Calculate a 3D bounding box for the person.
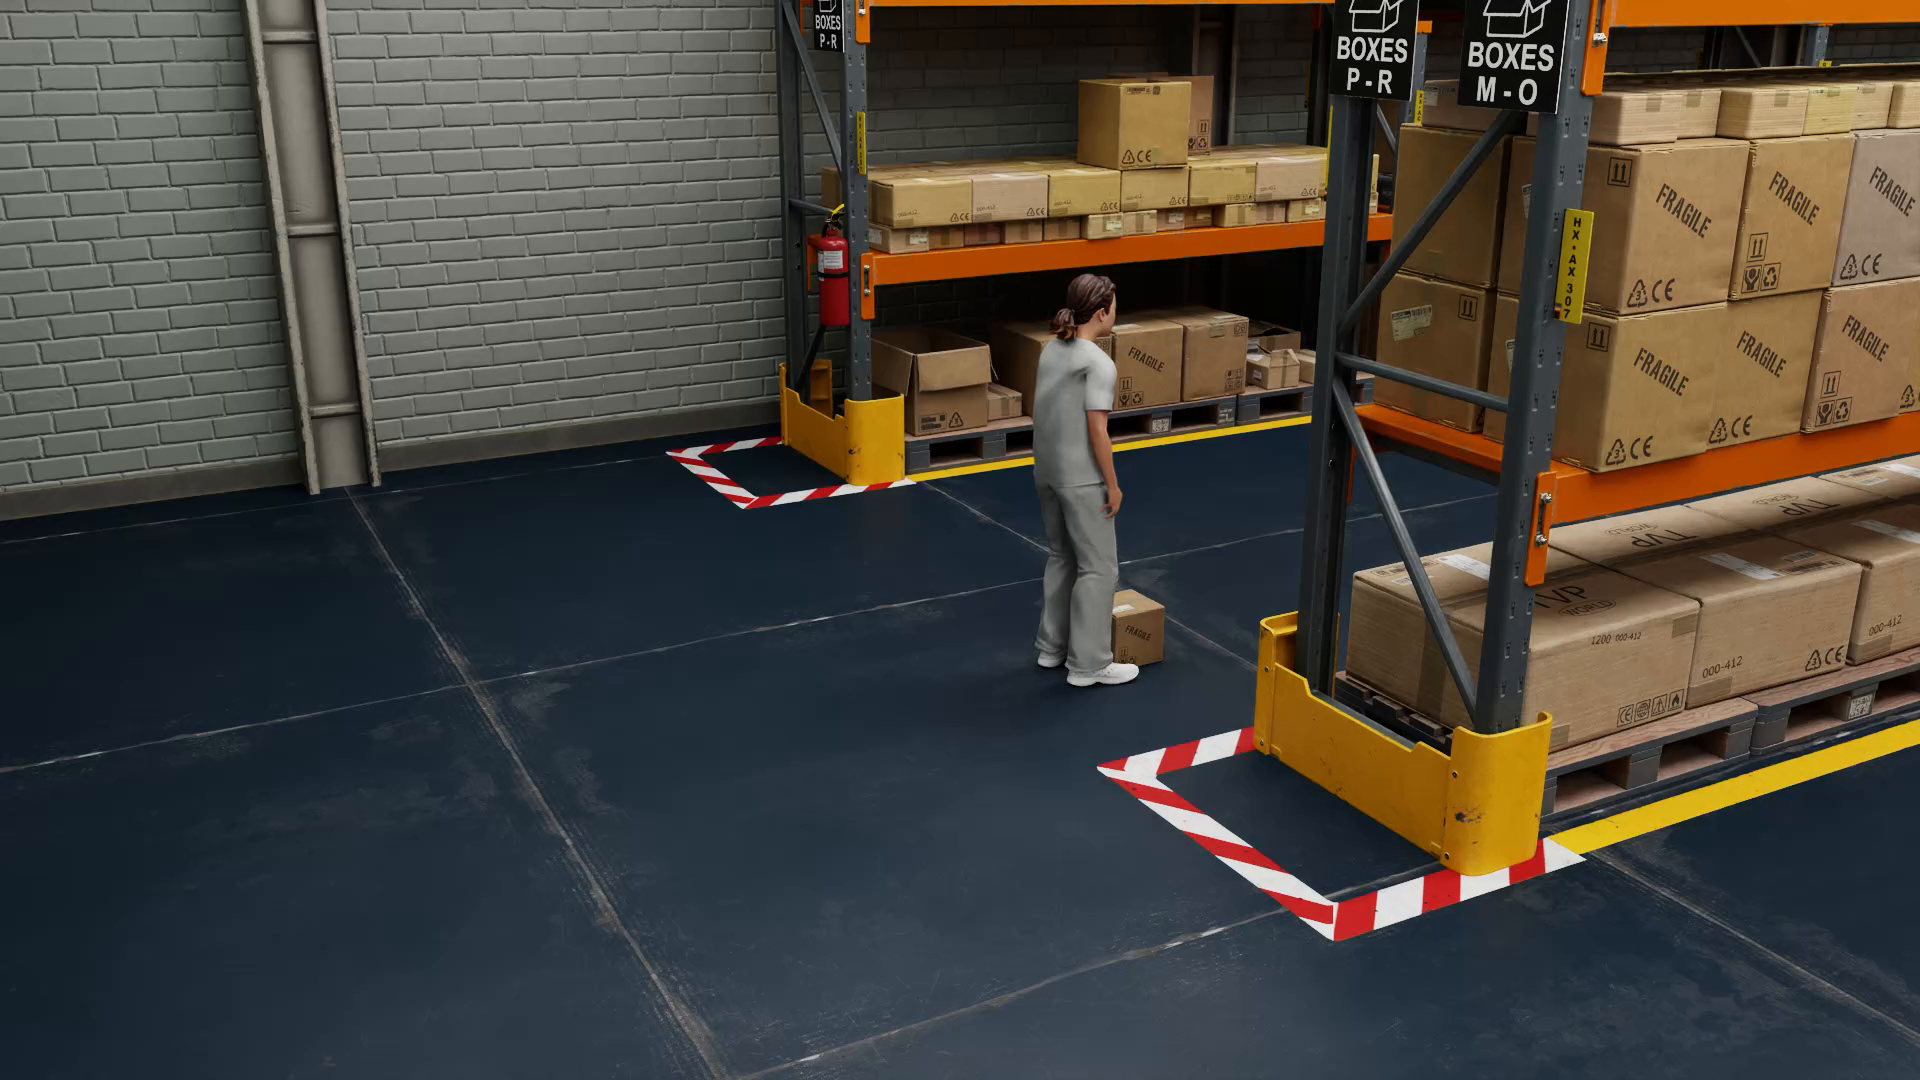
[{"bbox_3d":[0.489,-0.247,6.798,0.360,1.672,0.486,-10,21,-28],"label":"person"}]
